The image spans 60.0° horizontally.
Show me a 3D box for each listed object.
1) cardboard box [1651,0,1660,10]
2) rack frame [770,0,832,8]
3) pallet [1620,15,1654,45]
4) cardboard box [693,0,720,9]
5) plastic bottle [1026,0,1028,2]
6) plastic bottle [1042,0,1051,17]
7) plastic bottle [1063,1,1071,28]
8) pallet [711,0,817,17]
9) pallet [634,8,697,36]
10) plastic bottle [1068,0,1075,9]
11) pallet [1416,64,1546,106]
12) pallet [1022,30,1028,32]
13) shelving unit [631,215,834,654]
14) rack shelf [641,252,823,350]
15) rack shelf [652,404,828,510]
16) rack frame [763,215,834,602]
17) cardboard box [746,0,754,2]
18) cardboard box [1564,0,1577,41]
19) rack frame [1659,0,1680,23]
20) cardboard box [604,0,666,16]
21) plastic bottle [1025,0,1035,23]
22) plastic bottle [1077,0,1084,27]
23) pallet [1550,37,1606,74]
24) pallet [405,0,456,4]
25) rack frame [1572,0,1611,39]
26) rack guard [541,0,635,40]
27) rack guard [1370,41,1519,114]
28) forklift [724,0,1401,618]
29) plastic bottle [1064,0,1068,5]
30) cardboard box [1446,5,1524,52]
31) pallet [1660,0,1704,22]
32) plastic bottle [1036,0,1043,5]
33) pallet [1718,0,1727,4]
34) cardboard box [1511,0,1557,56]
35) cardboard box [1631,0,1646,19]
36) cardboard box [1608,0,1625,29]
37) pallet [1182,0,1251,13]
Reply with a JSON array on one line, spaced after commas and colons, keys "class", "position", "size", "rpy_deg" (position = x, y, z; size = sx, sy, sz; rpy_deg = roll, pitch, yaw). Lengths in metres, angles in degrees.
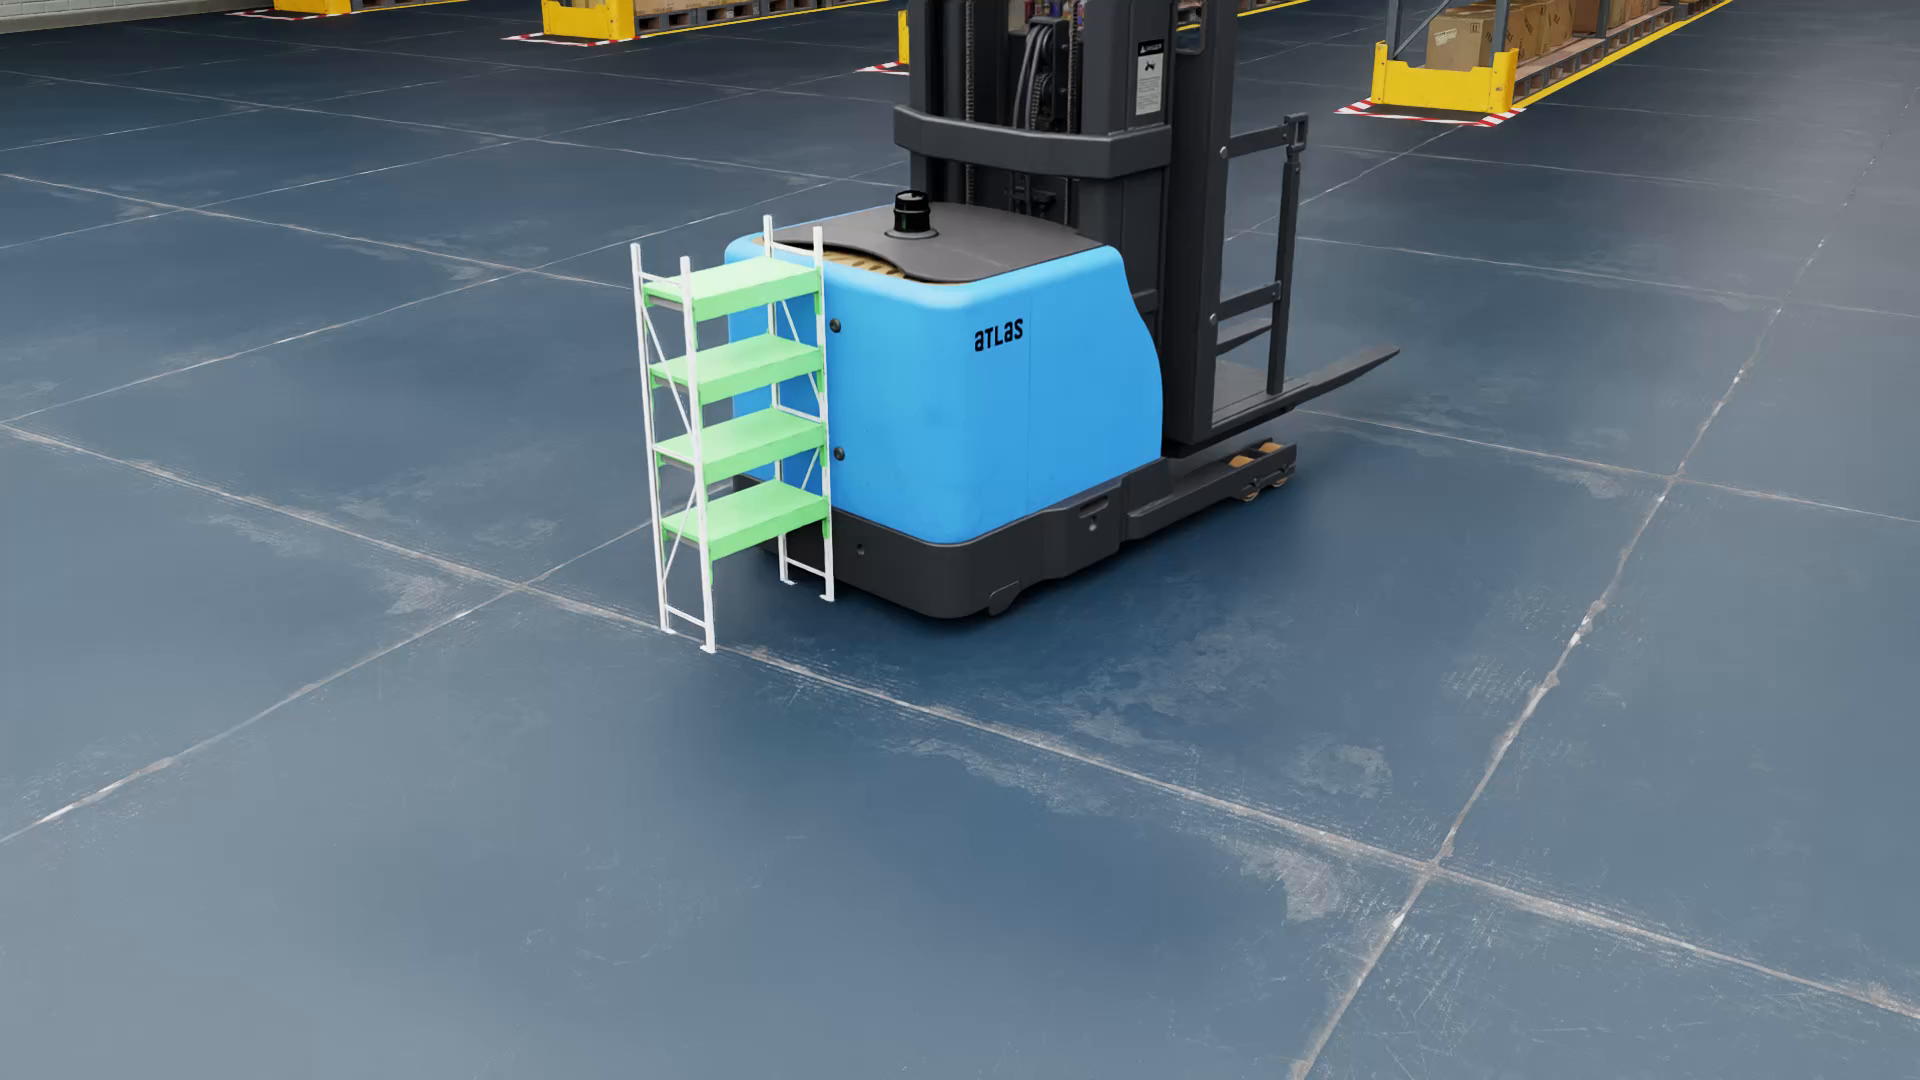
[{"class": "cardboard box", "position": [8.027, -6.663, 19.958], "size": [0.700, 0.500, 0.500], "rpy_deg": [12, 26, 26]}, {"class": "rack frame", "position": [-2.160, -8.566, 21.761], "size": [1.000, 3.000, 0.127], "rpy_deg": [14, 27, 29]}, {"class": "pallet", "position": [7.306, -5.885, 19.079], "size": [1.003, 0.211, 1.213], "rpy_deg": [14, 27, 29]}, {"class": "cardboard box", "position": [-3.274, -6.619, 20.197], "size": [0.500, 0.250, 0.500], "rpy_deg": [14, 27, 29]}, {"class": "plastic bottle", "position": [0.689, -5.919, 18.523], "size": [0.152, 0.276, 0.135], "rpy_deg": [14, 27, 29]}, {"class": "plastic bottle", "position": [0.971, -5.978, 18.752], "size": [0.097, 0.201, 0.097], "rpy_deg": [0, 23, 0]}, {"class": "plastic bottle", "position": [1.157, -5.673, 17.959], "size": [0.097, 0.271, 0.097], "rpy_deg": [0, 23, 0]}, {"class": "pallet", "position": [-2.615, -7.026, 21.715], "size": [1.003, 0.211, 1.213], "rpy_deg": [14, 27, 29]}, {"class": "pallet", "position": [-3.902, -6.203, 19.813], "size": [1.003, 0.211, 1.213], "rpy_deg": [14, 27, 29]}, {"class": "plastic bottle", "position": [1.294, -6.217, 19.215], "size": [0.097, 0.271, 0.097], "rpy_deg": [0, 23, 0]}, {"class": "pallet", "position": [4.643, -4.151, 15.073], "size": [1.003, 0.211, 1.213], "rpy_deg": [14, 27, 29]}, {"class": "pallet", "position": [0.369, -5.205, 17.508], "size": [1.003, 0.211, 1.213], "rpy_deg": [14, 27, 29]}, {"class": "shelving unit", "position": [-0.659, -0.315, 4.968], "size": [0.258, 1.200, 0.503], "rpy_deg": [20, 30, 38]}, {"class": "rack shelf", "position": [-0.659, -0.697, 4.802], "size": [0.258, 0.148, 0.480], "rpy_deg": [20, 30, 38]}, {"class": "rack shelf", "position": [-0.659, -0.257, 4.993], "size": [0.258, 0.148, 0.480], "rpy_deg": [20, 30, 38]}, {"class": "rack frame", "position": [-0.494, -0.386, 5.132], "size": [0.240, 1.200, 0.015], "rpy_deg": [20, 30, 38]}, {"class": "cardboard box", "position": [-2.743, -6.956, 20.974], "size": [0.500, 0.250, 0.500], "rpy_deg": [14, 27, 29]}, {"class": "cardboard box", "position": [6.009, -5.407, 17.083], "size": [0.500, 0.500, 0.500], "rpy_deg": [13, 27, 27]}, {"class": "rack frame", "position": [8.364, -7.839, 20.081], "size": [1.000, 3.000, 0.127], "rpy_deg": [14, 27, 29]}, {"class": "cardboard box", "position": [-3.798, -6.281, 19.416], "size": [0.500, 0.250, 0.500], "rpy_deg": [14, 27, 29]}, {"class": "plastic bottle", "position": [0.779, -5.901, 18.470], "size": [0.061, 0.283, 0.133], "rpy_deg": [14, 27, 29]}, {"class": "plastic bottle", "position": [1.292, -5.751, 18.124], "size": [0.061, 0.283, 0.133], "rpy_deg": [14, 27, 30]}, {"class": "pallet", "position": [5.930, -4.975, 16.976], "size": [1.003, 0.211, 1.213], "rpy_deg": [14, 27, 29]}, {"class": "pallet", "position": [-7.338, -7.675, 23.214], "size": [1.003, 0.211, 1.213], "rpy_deg": [14, 27, 29]}, {"class": "rack frame", "position": [6.254, -6.489, 16.963], "size": [1.000, 3.000, 0.127], "rpy_deg": [14, 27, 29]}, {"class": "rack guard", "position": [-4.283, -6.060, 19.120], "size": [1.175, 0.500, 0.348], "rpy_deg": [14, 27, 29]}, {"class": "rack guard", "position": [4.184, -4.017, 14.400], "size": [1.175, 0.500, 0.348], "rpy_deg": [14, 27, 29]}, {"class": "forklift", "position": [0.608, -1.607, 5.773], "size": [1.130, 2.935, 3.031], "rpy_deg": [20, 30, 38]}, {"class": "plastic bottle", "position": [1.168, -6.264, 19.223], "size": [0.144, 0.351, 0.185], "rpy_deg": [13, 26, 27]}, {"class": "cardboard box", "position": [4.774, -4.600, 15.219], "size": [0.500, 0.500, 0.500], "rpy_deg": [-20, 31, -39]}, {"class": "pallet", "position": [8.844, -6.809, 21.213], "size": [1.003, 0.211, 1.213], "rpy_deg": [14, 27, 29]}, {"class": "plastic bottle", "position": [0.846, -6.057, 18.747], "size": [0.144, 0.351, 0.185], "rpy_deg": [15, 28, 31]}, {"class": "pallet", "position": [10.131, -7.633, 23.116], "size": [1.003, 0.211, 1.213], "rpy_deg": [14, 27, 29]}, {"class": "cardboard box", "position": [5.452, -4.987, 16.111], "size": [0.500, 0.500, 0.500], "rpy_deg": [11, 26, 24]}, {"class": "cardboard box", "position": [7.452, -6.280, 19.074], "size": [0.700, 0.500, 0.500], "rpy_deg": [16, 28, 33]}, {"class": "cardboard box", "position": [6.864, -5.903, 18.203], "size": [0.700, 0.500, 0.500], "rpy_deg": [14, 27, 29]}, {"class": "pallet", "position": [3.070, -6.933, 21.500], "size": [1.003, 0.211, 1.213], "rpy_deg": [14, 27, 29]}]
